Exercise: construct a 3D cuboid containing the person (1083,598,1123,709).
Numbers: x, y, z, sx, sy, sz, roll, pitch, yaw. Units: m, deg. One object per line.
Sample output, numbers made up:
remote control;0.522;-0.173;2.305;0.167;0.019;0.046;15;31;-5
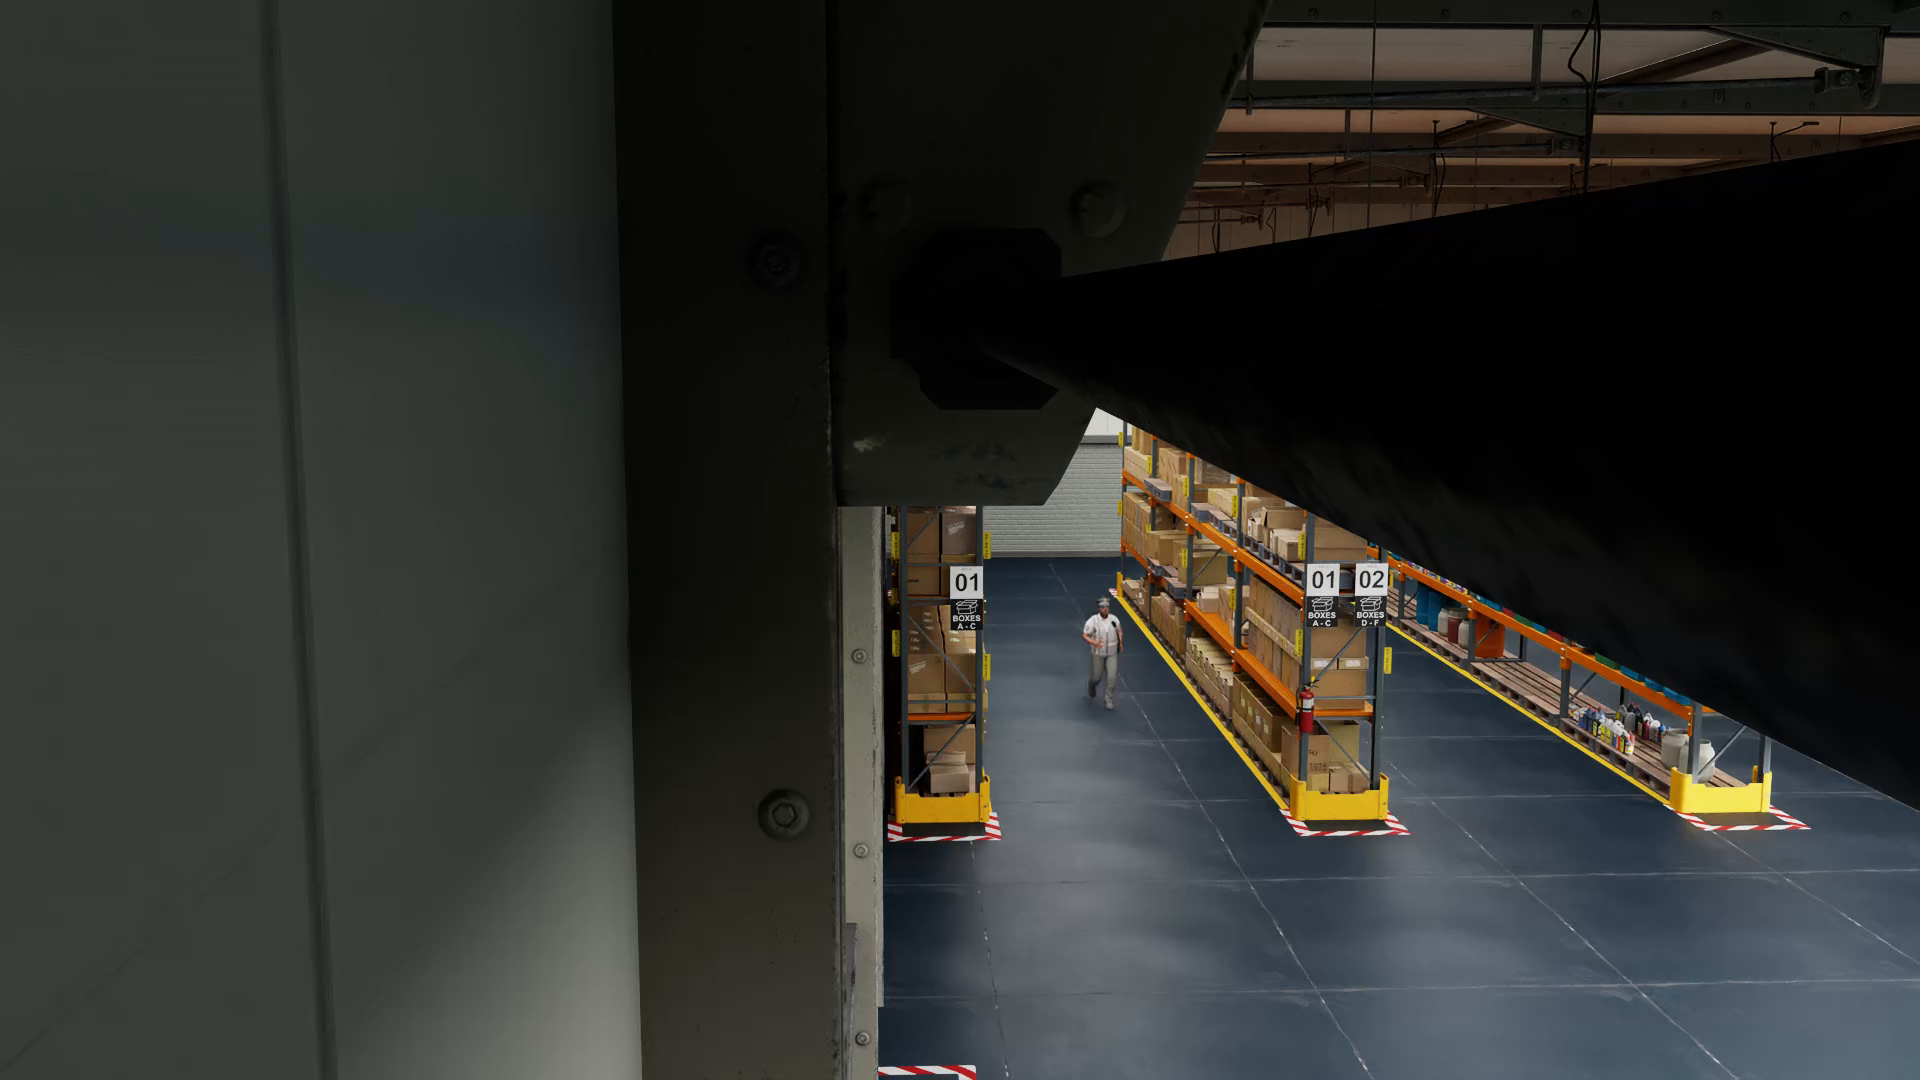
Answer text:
person;2.284;1.767;26.384;0.674;1.739;0.782;-1;8;-10
